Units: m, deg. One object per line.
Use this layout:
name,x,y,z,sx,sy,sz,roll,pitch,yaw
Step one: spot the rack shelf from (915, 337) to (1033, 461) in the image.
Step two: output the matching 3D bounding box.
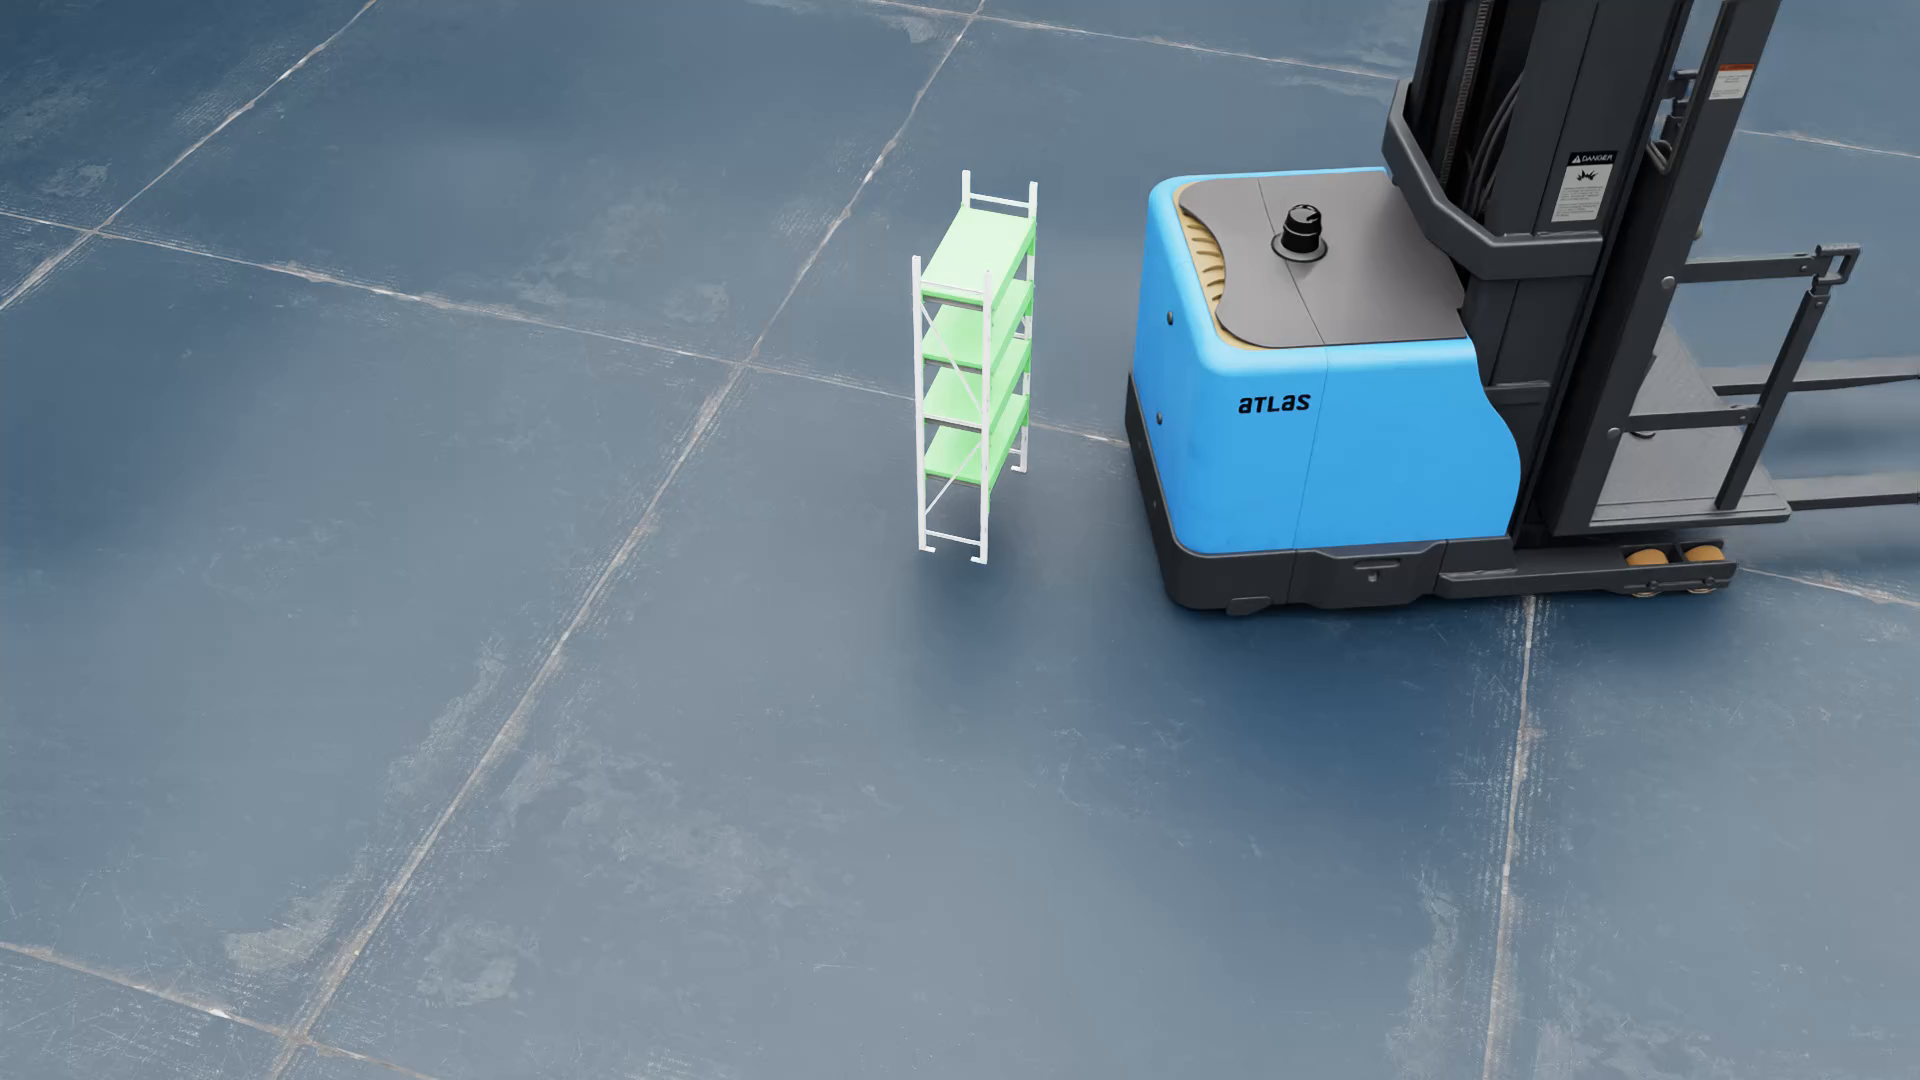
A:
rack shelf,0.050,-0.494,5.488,0.258,0.148,0.480,13,46,12

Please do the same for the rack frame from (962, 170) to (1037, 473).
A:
rack frame,0.124,-0.702,5.609,0.240,1.200,0.015,13,46,12

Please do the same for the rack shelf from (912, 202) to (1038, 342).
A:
rack shelf,0.050,-0.837,5.152,0.258,0.148,0.480,13,46,12

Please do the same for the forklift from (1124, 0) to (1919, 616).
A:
forklift,2.149,-1.224,4.905,3.031,2.935,1.130,-4,44,-4

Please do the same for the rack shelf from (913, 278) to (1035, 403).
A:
rack shelf,0.050,-0.665,5.320,0.258,0.148,0.480,13,46,12

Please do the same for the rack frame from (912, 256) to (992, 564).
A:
rack frame,-0.024,-0.377,5.277,0.240,1.200,0.015,13,46,12

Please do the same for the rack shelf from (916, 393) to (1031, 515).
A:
rack shelf,0.050,-0.322,5.656,0.258,0.148,0.480,13,46,12

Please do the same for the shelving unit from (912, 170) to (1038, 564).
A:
shelving unit,0.050,-0.539,5.443,0.258,1.200,0.503,13,46,12
